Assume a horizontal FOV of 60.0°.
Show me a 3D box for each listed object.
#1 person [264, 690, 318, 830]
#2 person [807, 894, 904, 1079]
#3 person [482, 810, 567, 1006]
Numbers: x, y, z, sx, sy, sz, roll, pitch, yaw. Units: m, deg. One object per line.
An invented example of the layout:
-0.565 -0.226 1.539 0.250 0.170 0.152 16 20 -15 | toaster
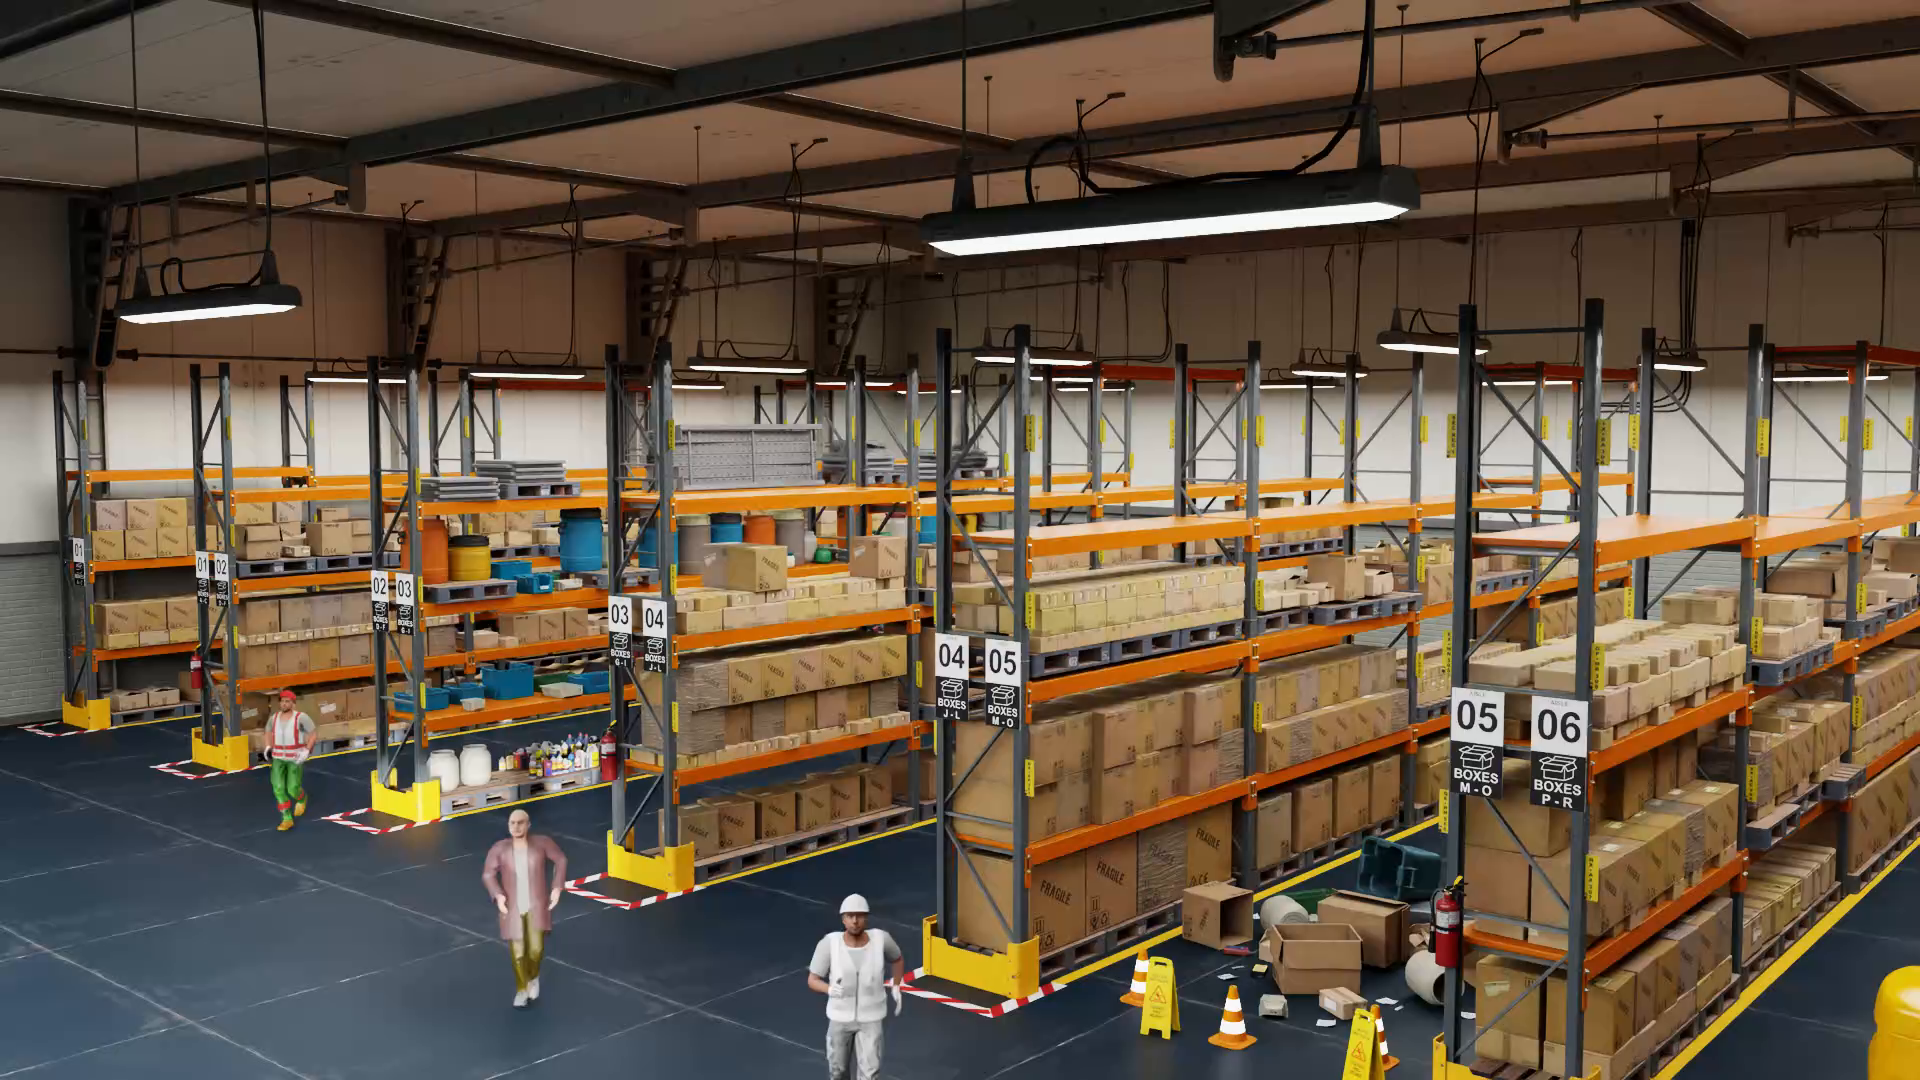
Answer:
-8.512 2.766 21.130 0.675 1.741 0.651 0 4 -1 | person
-0.740 3.399 11.858 0.690 1.759 1.004 0 4 -3 | person
-3.833 3.242 14.622 0.721 1.737 0.593 -1 4 -10 | person
